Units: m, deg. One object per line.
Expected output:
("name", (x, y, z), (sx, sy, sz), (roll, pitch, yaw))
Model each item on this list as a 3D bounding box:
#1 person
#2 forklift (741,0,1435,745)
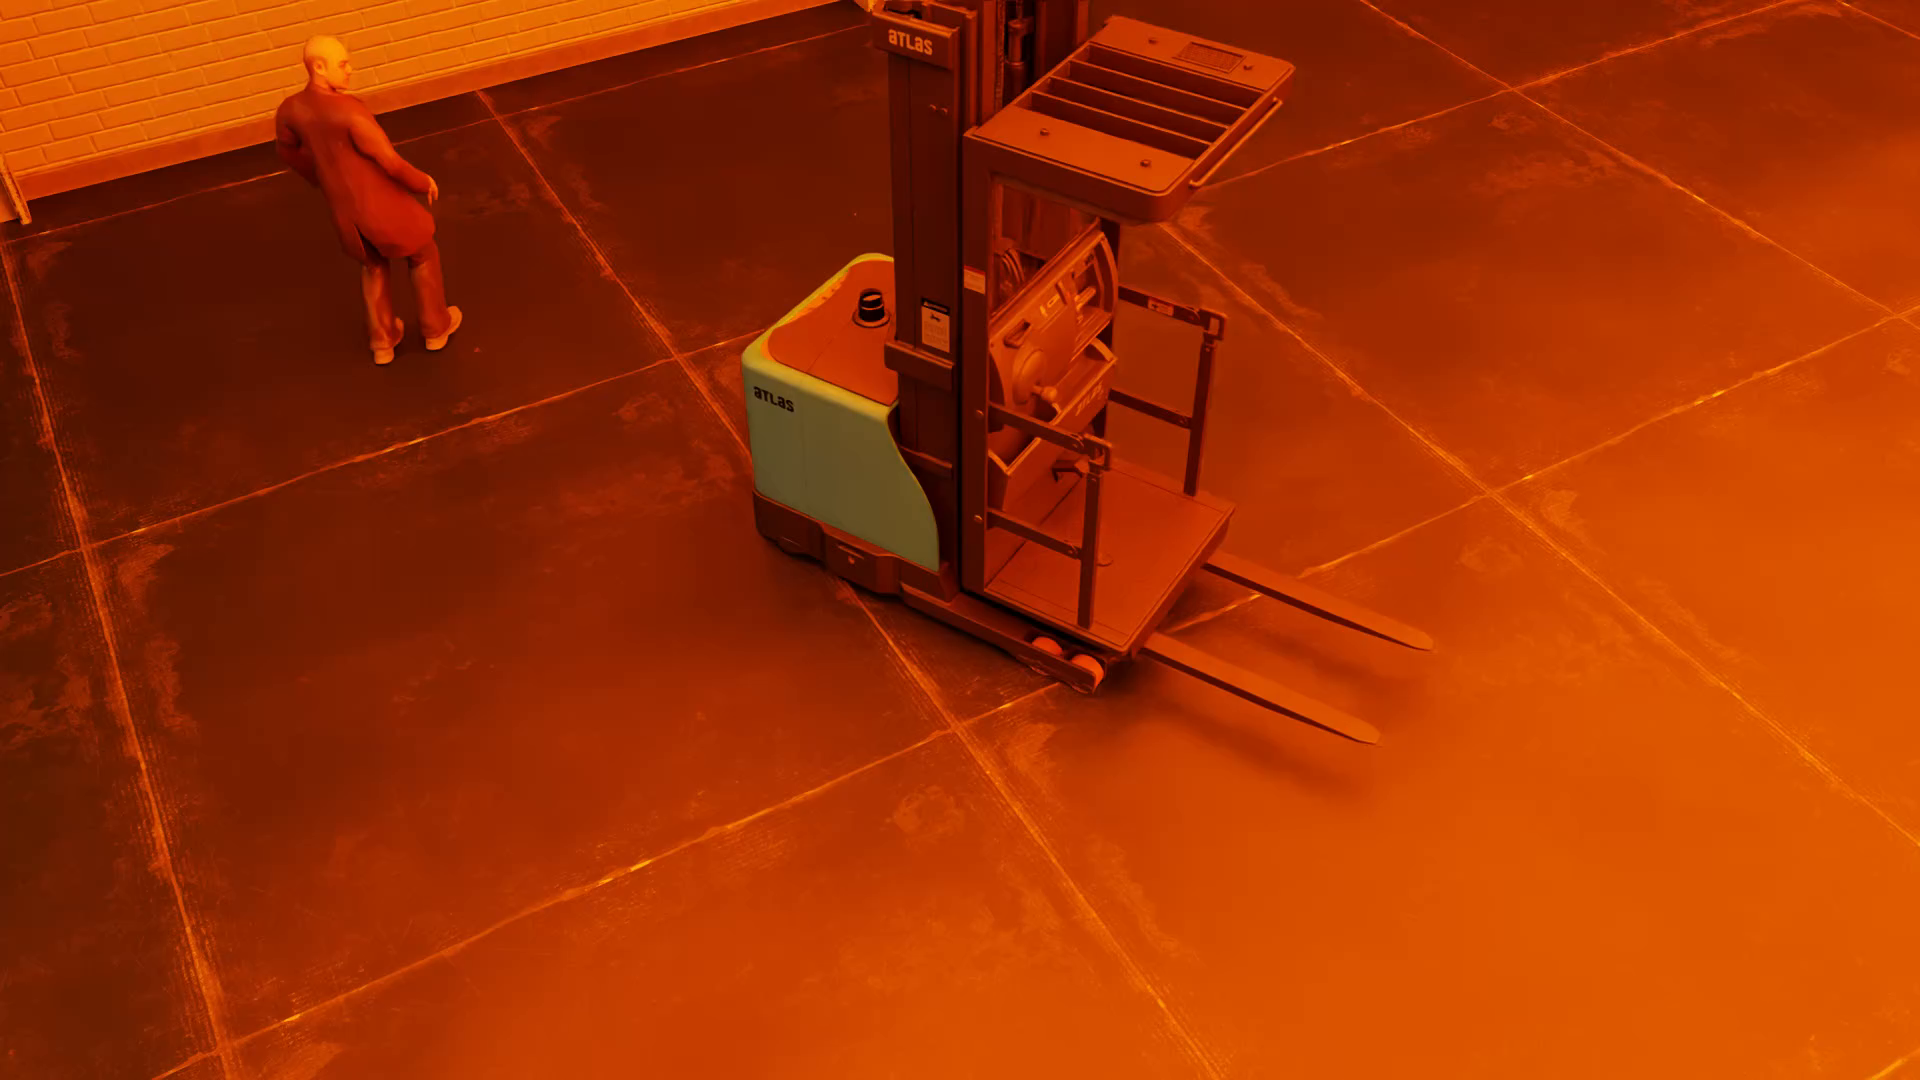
("person", (-2.998, -1.737, 8.449), (0.788, 1.750, 0.551), (11, 44, 12))
("forklift", (0.559, -0.835, 6.598), (3.031, 2.935, 1.130), (23, 48, 23))
